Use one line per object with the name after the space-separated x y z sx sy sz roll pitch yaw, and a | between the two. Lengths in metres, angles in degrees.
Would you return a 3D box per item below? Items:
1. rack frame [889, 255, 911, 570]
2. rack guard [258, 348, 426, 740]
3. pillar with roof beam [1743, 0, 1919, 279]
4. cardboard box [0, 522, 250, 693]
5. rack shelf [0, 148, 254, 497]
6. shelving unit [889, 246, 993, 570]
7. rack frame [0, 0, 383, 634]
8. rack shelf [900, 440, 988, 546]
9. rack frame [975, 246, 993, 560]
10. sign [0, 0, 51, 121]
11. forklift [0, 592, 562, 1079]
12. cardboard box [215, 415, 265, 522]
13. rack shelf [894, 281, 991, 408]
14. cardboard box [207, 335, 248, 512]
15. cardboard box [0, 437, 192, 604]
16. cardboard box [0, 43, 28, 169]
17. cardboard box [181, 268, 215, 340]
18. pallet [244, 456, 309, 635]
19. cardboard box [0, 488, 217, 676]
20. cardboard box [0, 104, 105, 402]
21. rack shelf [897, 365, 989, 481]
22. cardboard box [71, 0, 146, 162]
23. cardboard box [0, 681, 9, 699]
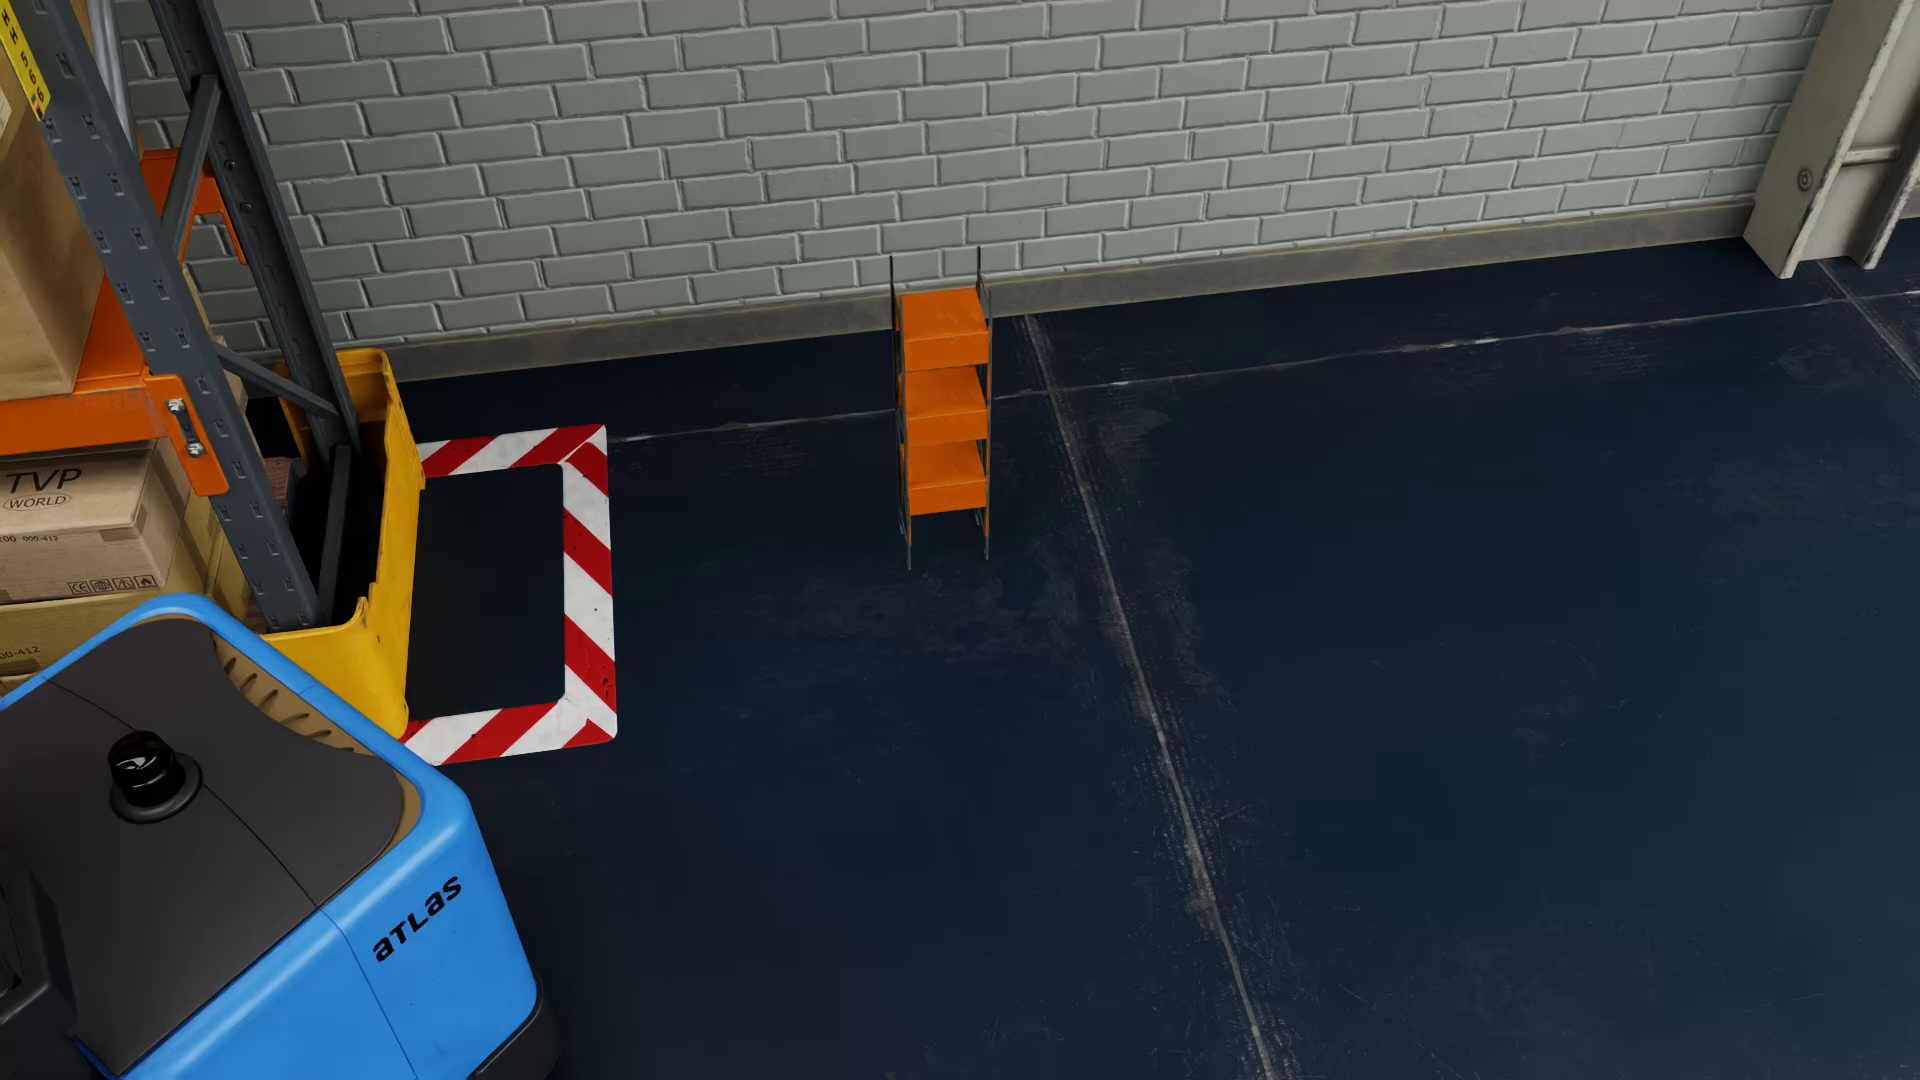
-0.173 -0.343 4.851 0.008 1.050 0.200 -7 46 -7 | rack frame
-1.834 0.009 4.894 0.348 0.500 1.175 -7 46 -7 | rack guard
3.949 -1.173 0.131 0.400 9.000 9.100 -7 46 -7 | pillar with roof beam
-2.267 0.235 4.558 0.500 0.250 0.500 -7 46 -7 | cardboard box
-3.828 -0.360 4.013 4.000 0.370 1.077 -7 46 -7 | rack shelf
-0.053 -0.358 4.866 0.252 1.050 0.215 -7 46 -7 | shelving unit
-1.858 -0.855 3.991 0.127 3.000 1.000 -7 46 -7 | rack frame
-0.053 -0.158 5.073 0.240 0.259 0.215 -7 46 -7 | rack shelf
0.067 -0.373 4.880 0.008 1.050 0.200 -7 46 -7 | rack frame
-1.779 -0.952 3.116 0.005 0.325 0.100 -7 46 -7 | sign
-2.248 0.872 2.374 1.130 2.935 3.031 29 53 25 | forklift
-2.375 -0.125 4.906 0.500 0.250 0.500 -7 46 -7 | cardboard box
-0.053 -0.547 4.669 0.240 0.259 0.215 -7 46 -7 | rack shelf
-2.356 -0.310 4.736 0.500 0.250 0.500 -6 46 -6 | cardboard box
-2.258 -0.116 4.202 0.500 0.250 0.500 -6 46 -5 | cardboard box
-2.151 -0.874 3.489 0.250 0.149 0.380 -6 46 -6 | cardboard box
-2.363 -0.469 4.542 0.500 0.250 0.500 -8 47 -7 | cardboard box
-2.604 0.236 4.876 1.213 0.211 1.003 -7 46 -7 | pallet
-2.284 0.061 4.379 0.500 0.250 0.500 -8 47 -7 | cardboard box
-2.298 -0.643 3.717 0.500 0.500 0.500 -8 47 -8 | cardboard box
-0.053 -0.350 4.873 0.240 0.259 0.215 -7 46 -7 | rack shelf
-2.393 -1.026 4.086 0.500 0.500 0.500 -6 46 -5 | cardboard box
-2.758 0.289 4.506 0.500 0.250 0.500 -7 46 -7 | cardboard box
